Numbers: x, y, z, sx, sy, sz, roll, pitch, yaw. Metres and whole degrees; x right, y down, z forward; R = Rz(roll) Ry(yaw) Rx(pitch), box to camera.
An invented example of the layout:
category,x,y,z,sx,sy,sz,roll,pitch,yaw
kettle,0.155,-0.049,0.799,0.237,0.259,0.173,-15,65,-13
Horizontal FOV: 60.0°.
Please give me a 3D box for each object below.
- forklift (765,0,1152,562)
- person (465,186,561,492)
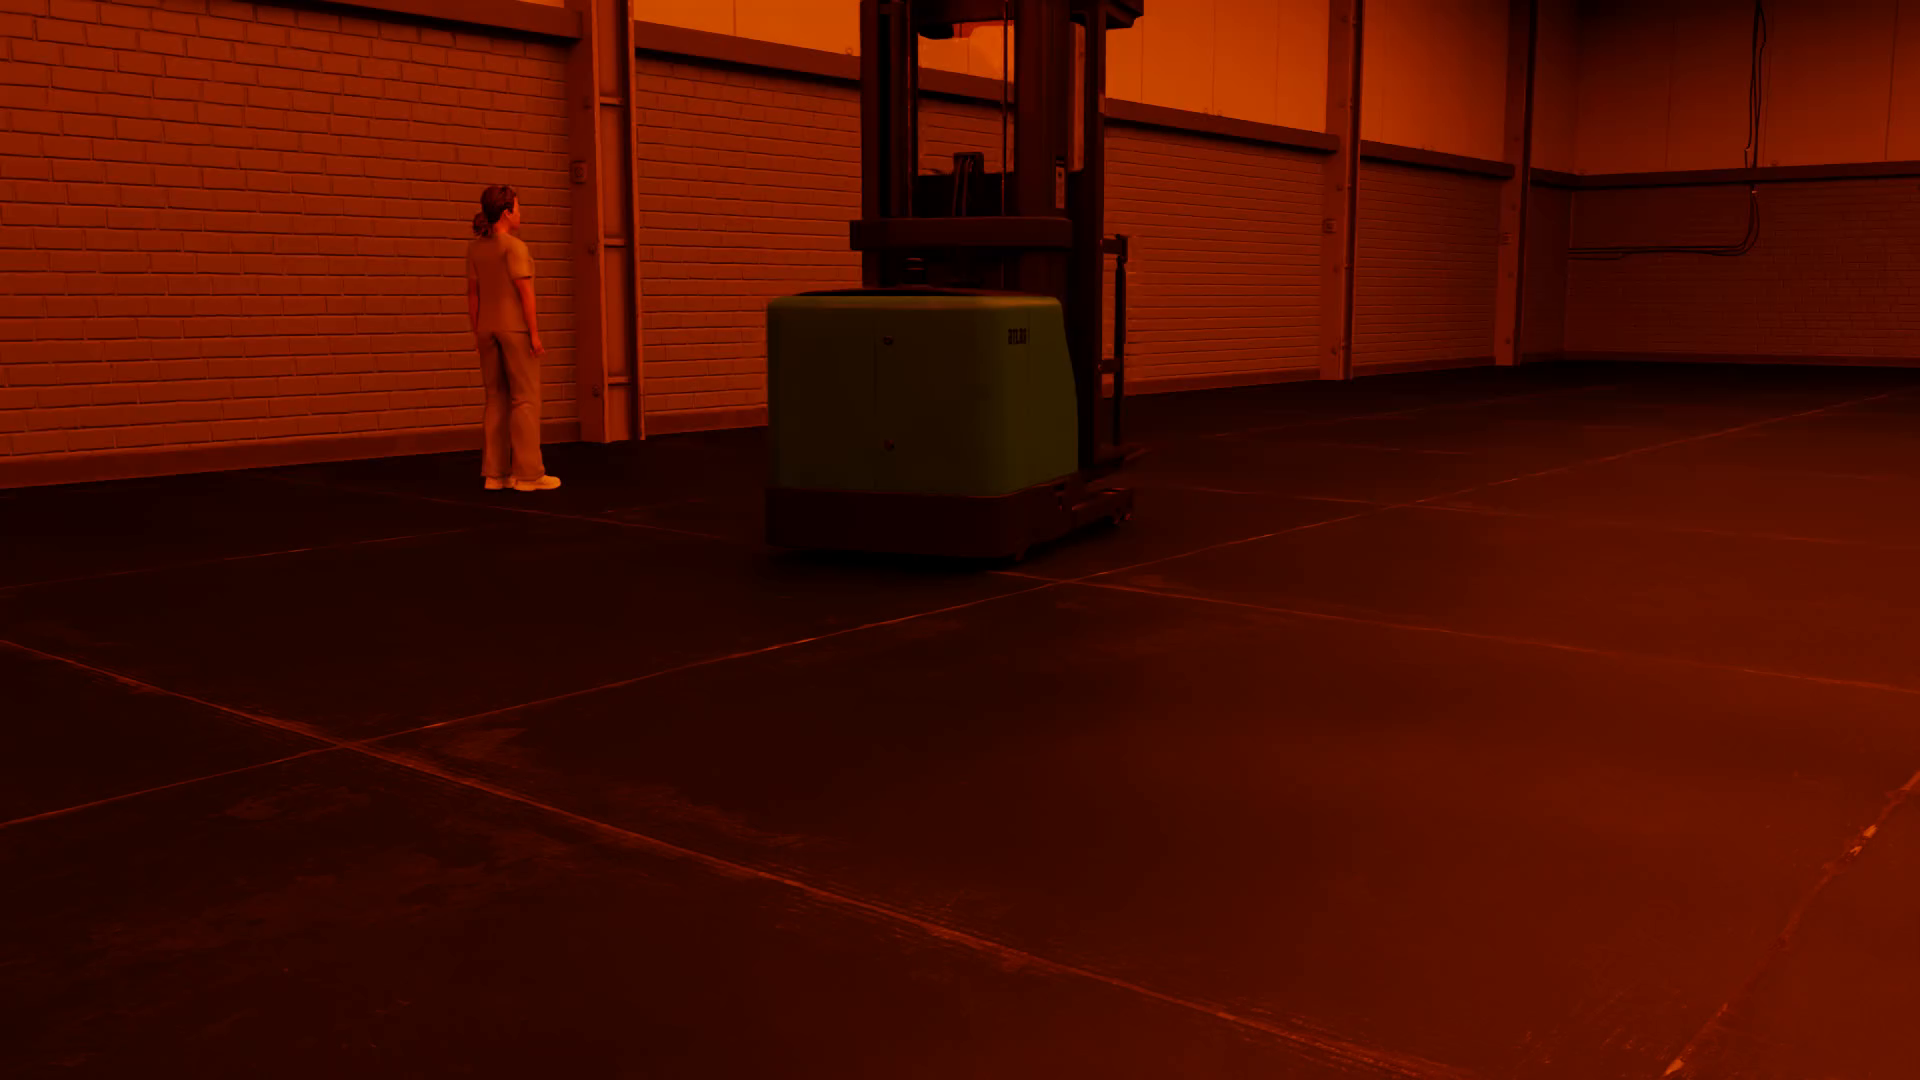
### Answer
category,x,y,z,sx,sy,sz,roll,pitch,yaw
forklift,0.207,-1.536,7.779,1.130,2.935,3.031,3,9,21
person,-2.504,-1.114,9.244,0.472,1.674,0.382,5,9,28
